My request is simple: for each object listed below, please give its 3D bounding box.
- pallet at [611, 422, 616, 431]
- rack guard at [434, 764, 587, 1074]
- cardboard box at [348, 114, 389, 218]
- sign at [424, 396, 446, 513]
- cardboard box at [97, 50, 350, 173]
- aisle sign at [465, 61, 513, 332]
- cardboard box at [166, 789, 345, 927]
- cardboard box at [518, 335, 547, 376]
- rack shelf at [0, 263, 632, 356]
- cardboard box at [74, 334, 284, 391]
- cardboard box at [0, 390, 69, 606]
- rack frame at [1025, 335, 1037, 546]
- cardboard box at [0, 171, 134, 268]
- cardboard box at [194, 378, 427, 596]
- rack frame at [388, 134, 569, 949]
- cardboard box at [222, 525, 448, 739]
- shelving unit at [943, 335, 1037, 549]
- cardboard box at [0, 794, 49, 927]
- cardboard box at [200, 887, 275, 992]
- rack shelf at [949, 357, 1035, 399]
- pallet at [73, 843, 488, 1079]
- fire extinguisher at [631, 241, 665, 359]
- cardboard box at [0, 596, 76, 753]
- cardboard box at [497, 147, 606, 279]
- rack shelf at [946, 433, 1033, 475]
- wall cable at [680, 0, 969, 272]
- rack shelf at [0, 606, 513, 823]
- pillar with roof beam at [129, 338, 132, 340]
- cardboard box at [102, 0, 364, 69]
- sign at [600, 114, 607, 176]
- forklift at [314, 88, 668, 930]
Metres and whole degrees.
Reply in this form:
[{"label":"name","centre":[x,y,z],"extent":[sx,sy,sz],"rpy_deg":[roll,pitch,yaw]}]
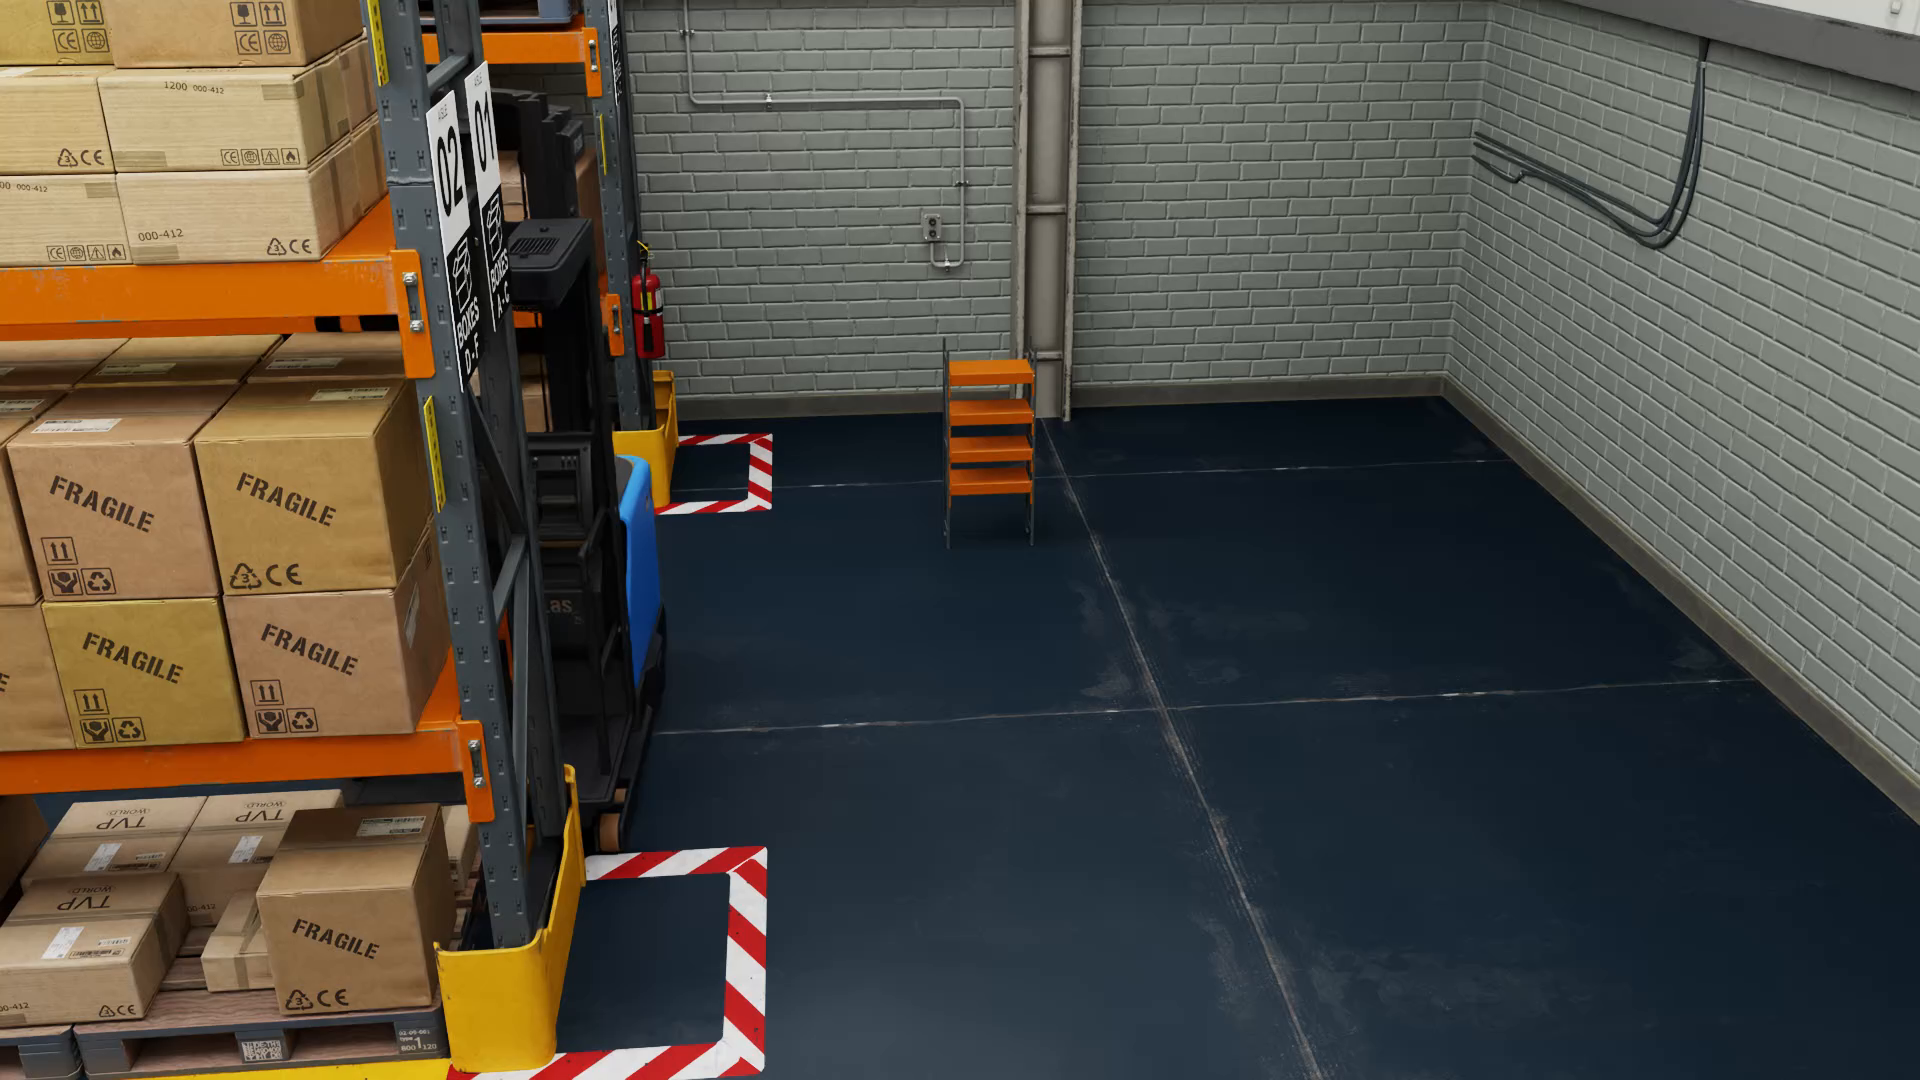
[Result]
[{"label":"pallet","centre":[-2.827,-0.462,10.529],"extent":[1.213,0.211,1.003],"rpy_deg":[-2,24,-5]},{"label":"rack guard","centre":[-1.624,1.348,6.102],"extent":[0.348,0.500,1.175],"rpy_deg":[-2,24,-5]},{"label":"cardboard box","centre":[-2.084,-1.182,5.207],"extent":[0.500,0.250,0.500],"rpy_deg":[-2,24,-5]},{"label":"sign","centre":[-1.513,-0.246,4.795],"extent":[0.005,0.325,0.100],"rpy_deg":[-2,24,-5]},{"label":"cardboard box","centre":[-2.034,-1.204,4.642],"extent":[0.500,0.250,0.500],"rpy_deg":[-2,24,-5]},{"label":"aisle sign","centre":[-1.509,-1.107,5.346],"extent":[0.004,0.787,0.394],"rpy_deg":[-2,24,-5]},{"label":"cardboard box","centre":[-2.615,1.185,6.234],"extent":[0.500,0.250,0.500],"rpy_deg":[-2,24,-5]},{"label":"cardboard box","centre":[-2.621,-1.163,10.435],"extent":[0.250,0.149,0.380],"rpy_deg":[-2,24,-5]},{"label":"rack shelf","centre":[-4.029,-1.391,10.072],"extent":[4.000,0.370,1.077],"rpy_deg":[-2,24,-5]},{"label":"cardboard box","centre":[-2.535,-0.365,5.523],"extent":[0.500,0.500,0.500],"rpy_deg":[-2,24,-5]},{"label":"cardboard box","centre":[-2.982,-0.128,4.990],"extent":[0.500,0.500,0.500],"rpy_deg":[-2,24,-4]},{"label":"rack frame","centre":[0.408,-0.565,9.543],"extent":[0.015,1.200,0.240],"rpy_deg":[-2,24,-5]},{"label":"cardboard box","centre":[-2.532,-0.957,4.701],"extent":[0.500,0.250,0.500],"rpy_deg":[-2,24,-5]},{"label":"cardboard box","centre":[-1.964,-0.171,5.087],"extent":[0.500,0.500,0.500],"rpy_deg":[-3,24,-6]},{"label":"rack frame","centre":[-1.548,0.203,5.601],"extent":[0.127,3.000,1.000],"rpy_deg":[-2,24,-5]},{"label":"cardboard box","centre":[-1.967,0.285,5.293],"extent":[0.500,0.500,0.500],"rpy_deg":[-2,24,-4]},{"label":"shelving unit","centre":[0.165,-0.555,9.521],"extent":[0.503,1.200,0.258],"rpy_deg":[-2,24,-5]},{"label":"cardboard box","centre":[-3.659,1.225,5.833],"extent":[0.637,0.503,0.797],"rpy_deg":[-2,24,-5]},{"label":"cardboard box","centre":[-2.477,1.397,5.860],"extent":[0.250,0.166,0.380],"rpy_deg":[-2,24,-5]},{"label":"rack shelf","centre":[0.165,-0.914,9.362],"extent":[0.480,0.148,0.258],"rpy_deg":[-2,24,-5]},{"label":"pallet","centre":[-2.417,1.512,6.088],"extent":[1.213,0.211,1.003],"rpy_deg":[-2,24,-5]},{"label":"fire extinguisher","centre":[-1.843,-1.413,9.791],"extent":[0.183,0.674,0.296],"rpy_deg":[-2,24,-5]},{"label":"cardboard box","centre":[-2.980,0.325,5.203],"extent":[0.500,0.500,0.500],"rpy_deg":[-2,24,-5]},{"label":"cardboard box","centre":[-2.545,-1.912,9.989],"extent":[0.700,0.700,0.980],"rpy_deg":[-1,24,-3]},{"label":"rack shelf","centre":[0.165,-0.493,9.548],"extent":[0.480,0.148,0.258],"rpy_deg":[-2,24,-5]},{"label":"wall cable","centre":[-0.857,-2.697,10.874],"extent":[1.851,1.984,0.084],"rpy_deg":[-2,24,-5]},{"label":"rack shelf","centre":[-3.538,0.611,5.567],"extent":[4.000,0.370,1.077],"rpy_deg":[-2,24,-5]},{"label":"pillar with roof beam","centre":[-4.984,-3.019,5.462],"extent":[0.400,9.000,9.100],"rpy_deg":[-2,24,-5]},{"label":"cardboard box","centre":[-2.058,-1.643,4.707],"extent":[0.500,0.500,0.700],"rpy_deg":[-2,24,-5]},{"label":"sign","centre":[-1.999,-2.217,9.327],"extent":[0.005,0.325,0.100],"rpy_deg":[-2,24,-5]},{"label":"forklift","centre":[-1.941,-0.168,6.519],"extent":[1.130,2.935,3.031],"rpy_deg":[-1,24,-2]}]
